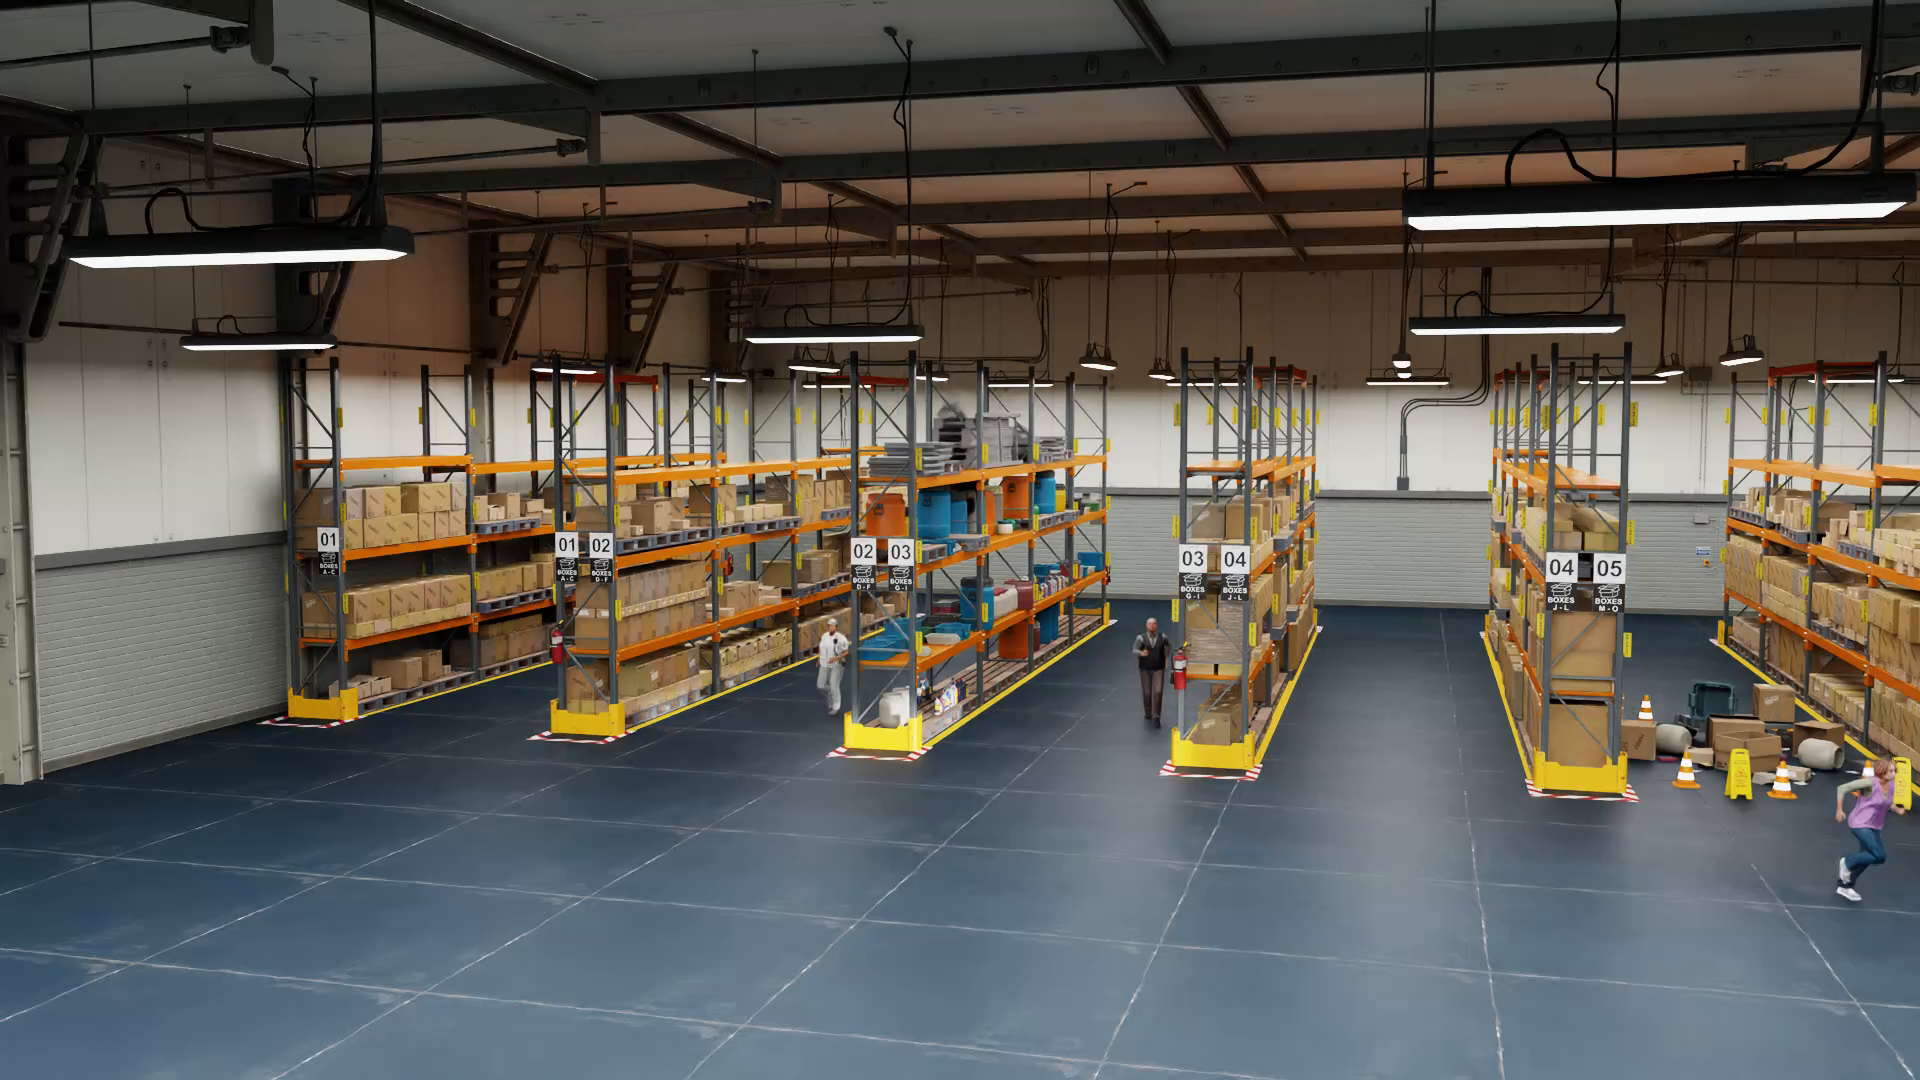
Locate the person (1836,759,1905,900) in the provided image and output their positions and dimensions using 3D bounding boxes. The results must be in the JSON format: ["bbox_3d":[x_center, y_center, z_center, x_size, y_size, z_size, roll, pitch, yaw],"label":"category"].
[{"bbox_3d":[9.386,2.989,17.139,0.525,1.526,0.685,-2,5,-28],"label":"person"}]

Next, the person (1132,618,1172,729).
[{"bbox_3d":[3.119,2.136,27.046,0.653,1.742,0.902,0,4,5],"label":"person"}]

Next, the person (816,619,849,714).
[{"bbox_3d":[-2.177,2.136,28.054,0.609,1.621,0.551,2,5,21],"label":"person"}]
